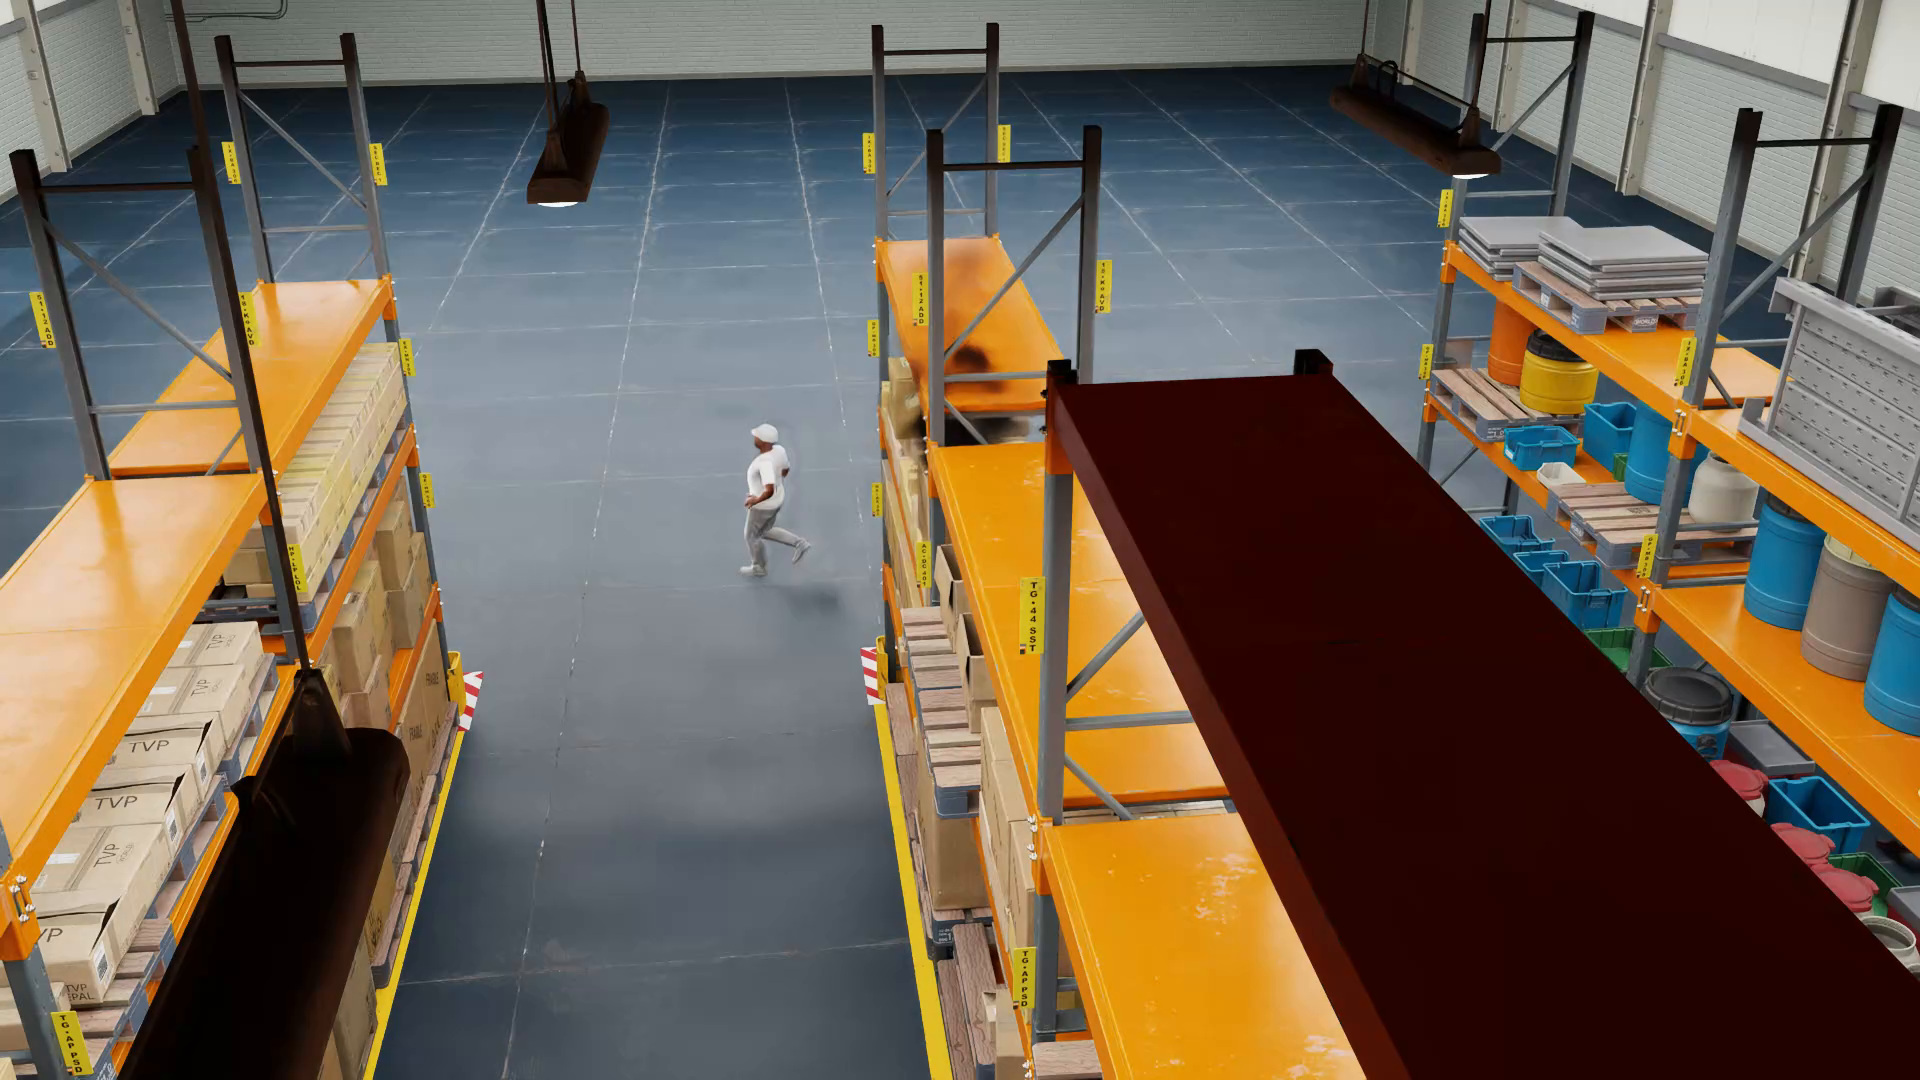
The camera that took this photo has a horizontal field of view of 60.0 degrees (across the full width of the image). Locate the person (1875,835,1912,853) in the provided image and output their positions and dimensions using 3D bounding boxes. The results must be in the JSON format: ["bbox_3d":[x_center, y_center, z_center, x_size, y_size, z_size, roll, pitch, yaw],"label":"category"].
[{"bbox_3d":[7.450,1.875,12.632,0.596,1.668,0.903,-8,27,-16],"label":"person"}]

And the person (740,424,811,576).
[{"bbox_3d":[-1.976,-0.389,17.320,0.780,1.738,0.699,7,26,15],"label":"person"}]
